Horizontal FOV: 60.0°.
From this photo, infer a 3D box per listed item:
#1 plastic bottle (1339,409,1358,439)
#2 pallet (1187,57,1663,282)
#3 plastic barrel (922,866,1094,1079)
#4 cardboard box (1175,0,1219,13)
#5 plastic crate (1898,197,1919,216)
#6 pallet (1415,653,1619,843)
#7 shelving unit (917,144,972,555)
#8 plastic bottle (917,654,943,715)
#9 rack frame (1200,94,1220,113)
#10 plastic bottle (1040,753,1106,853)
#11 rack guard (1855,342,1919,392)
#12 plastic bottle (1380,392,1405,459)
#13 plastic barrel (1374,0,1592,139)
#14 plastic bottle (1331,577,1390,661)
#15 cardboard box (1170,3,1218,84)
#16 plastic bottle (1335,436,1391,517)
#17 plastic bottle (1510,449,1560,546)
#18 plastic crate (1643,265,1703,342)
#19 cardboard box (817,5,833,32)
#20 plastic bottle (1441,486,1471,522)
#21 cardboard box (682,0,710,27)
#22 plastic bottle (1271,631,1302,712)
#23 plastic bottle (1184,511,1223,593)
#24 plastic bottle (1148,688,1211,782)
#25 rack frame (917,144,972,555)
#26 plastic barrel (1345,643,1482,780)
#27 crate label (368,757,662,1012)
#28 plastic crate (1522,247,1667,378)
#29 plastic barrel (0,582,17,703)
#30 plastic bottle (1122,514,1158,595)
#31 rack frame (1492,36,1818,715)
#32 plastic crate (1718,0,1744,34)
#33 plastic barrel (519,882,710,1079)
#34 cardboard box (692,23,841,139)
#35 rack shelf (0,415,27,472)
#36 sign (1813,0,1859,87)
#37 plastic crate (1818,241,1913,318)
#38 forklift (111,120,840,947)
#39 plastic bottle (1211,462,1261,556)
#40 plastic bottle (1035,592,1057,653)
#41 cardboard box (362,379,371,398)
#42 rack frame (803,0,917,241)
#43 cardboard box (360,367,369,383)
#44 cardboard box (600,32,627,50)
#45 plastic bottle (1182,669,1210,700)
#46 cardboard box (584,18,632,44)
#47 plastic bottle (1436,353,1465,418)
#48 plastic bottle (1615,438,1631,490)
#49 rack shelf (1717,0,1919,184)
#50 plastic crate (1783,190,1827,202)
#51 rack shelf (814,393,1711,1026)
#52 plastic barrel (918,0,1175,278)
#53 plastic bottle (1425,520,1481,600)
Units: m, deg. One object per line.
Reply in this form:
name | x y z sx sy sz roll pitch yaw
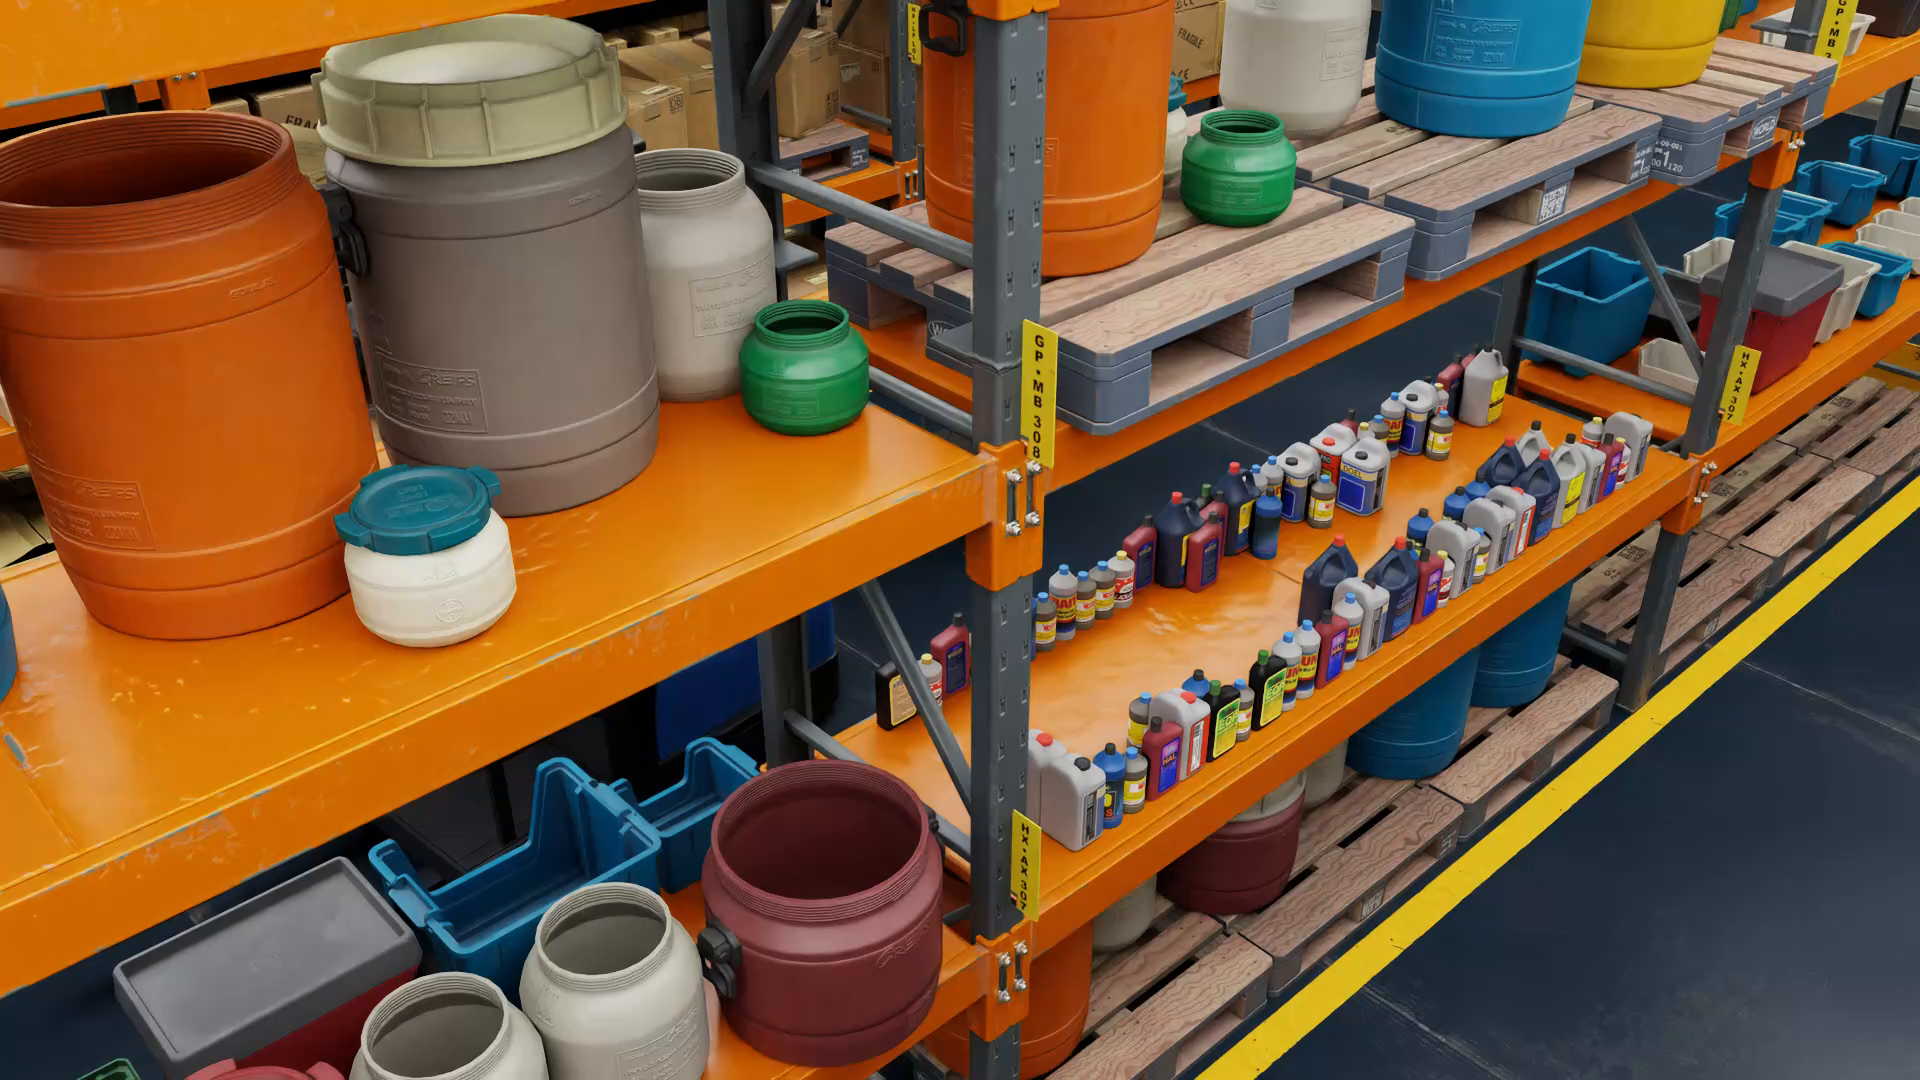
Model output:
plastic bottle | 1.514 -0.375 6.600 0.133 0.283 0.061 -26 40 -35
pallet | 1.387 -1.187 5.122 1.213 0.211 1.003 -26 40 -35
plastic barrel | 0.139 1.278 5.462 0.708 0.830 0.600 -26 40 -35
cardboard box | 1.406 -3.863 11.138 0.500 0.500 0.500 -25 39 -34
plastic crate | 5.183 -1.680 8.818 0.243 0.136 0.396 -26 40 -35
pallet | 2.130 0.740 7.337 1.213 0.211 1.003 -26 40 -35
shelving unit | 0.121 -0.955 8.298 0.503 2.100 0.431 -26 40 -35
plastic bottle | -0.105 0.456 5.320 0.097 0.201 0.097 0 31 0
rack frame | 2.292 -4.022 12.452 0.127 3.000 1.000 -26 40 -35
plastic bottle | 0.328 0.735 4.792 0.135 0.276 0.152 -26 40 -35
rack guard | 5.666 -1.073 10.025 0.348 0.500 1.175 -26 40 -35
plastic bottle | 1.754 -0.473 6.772 0.097 0.271 0.097 0 31 0
plastic barrel | 1.577 -1.716 4.922 0.708 0.901 0.600 -26 40 -35
plastic bottle | 1.345 0.243 5.596 0.135 0.276 0.152 -26 40 -35
cardboard box | 1.402 -3.441 11.407 0.500 0.500 0.500 -25 40 -35
plastic bottle | 1.551 -0.249 6.401 0.135 0.276 0.152 -26 40 -35
plastic bottle | 2.137 -0.169 6.199 0.185 0.351 0.144 -26 40 -35
plastic crate | 3.363 -1.115 7.904 0.590 0.125 0.437 -26 40 -35
cardboard box | -1.524 -4.742 15.623 0.500 0.500 0.700 -26 40 -35
plastic bottle | 1.820 -0.074 6.118 0.097 0.271 0.097 0 31 0
cardboard box | -2.309 -4.780 15.064 0.250 0.149 0.380 -25 39 -35
plastic bottle | 1.038 0.413 5.323 0.097 0.271 0.097 0 31 0
plastic bottle | 0.870 0.039 5.923 0.133 0.283 0.061 -26 40 -35
plastic bottle | 0.668 0.571 5.060 0.135 0.276 0.152 -26 40 -35
rack frame | -0.058 -0.868 8.157 0.015 2.100 0.400 -26 40 -35
plastic barrel | 1.795 0.447 6.753 0.708 0.901 0.600 -26 40 -35
crate label | -1.121 0.946 4.294 0.616 0.435 0.502 -26 40 -35
plastic crate | 2.835 -1.022 7.504 0.575 0.384 0.392 -26 40 -35
plastic barrel | -1.957 -0.090 2.667 0.708 0.901 0.600 -26 40 -35
plastic bottle | 0.636 0.049 5.906 0.133 0.283 0.061 -26 40 -35
rack frame | 2.725 -0.707 7.031 0.127 3.000 1.000 -26 40 -35
plastic crate | 2.830 -2.162 6.739 0.662 0.188 0.450 -26 40 -35
plastic barrel | -0.818 1.111 3.951 0.421 0.512 0.421 0 31 0
cardboard box | -1.140 -2.743 9.861 0.700 0.500 0.500 15 35 23
rack shelf | -5.040 -0.168 6.839 4.000 0.370 1.077 -26 40 -35
sign | 3.097 -1.779 5.901 0.005 0.325 0.100 -26 40 -35
plastic crate | 4.326 -1.253 8.028 0.300 0.233 0.416 -26 40 -35
forklift | -1.889 -0.092 6.092 1.130 2.935 3.031 25 39 34
plastic bottle | 1.014 -0.133 6.139 0.185 0.351 0.144 -26 40 -35
plastic bottle | 0.278 0.270 5.623 0.097 0.201 0.097 0 31 0
cardboard box | -3.048 -0.727 9.038 0.500 0.500 0.500 -24 39 -34
rack frame | -0.641 -2.603 10.132 0.127 3.000 1.000 -26 40 -35
cardboard box | -3.009 -1.069 8.878 0.500 0.250 0.500 -24 39 -34
cardboard box | -3.018 -4.164 14.056 0.250 0.149 0.380 -24 39 -34
plastic bottle | 0.730 0.519 5.150 0.097 0.271 0.097 0 31 0
cardboard box | -3.057 -4.418 14.472 0.250 0.149 0.380 -27 41 -37
plastic bottle | 2.068 -0.643 7.038 0.133 0.283 0.061 -26 40 -35
plastic bottle | 2.589 -0.307 6.567 0.097 0.201 0.097 0 31 0
rack shelf | 4.191 -2.389 7.596 4.000 0.370 1.077 -26 40 -35
plastic crate | 4.464 -1.755 8.939 0.298 0.136 0.250 -26 40 -35
rack shelf | 1.258 0.309 6.058 4.000 0.370 1.077 -26 40 -35
plastic barrel | 0.210 -1.131 4.034 0.708 0.830 0.600 -26 40 -35
plastic bottle | 1.749 0.048 5.915 0.135 0.276 0.152 -26 40 -35
